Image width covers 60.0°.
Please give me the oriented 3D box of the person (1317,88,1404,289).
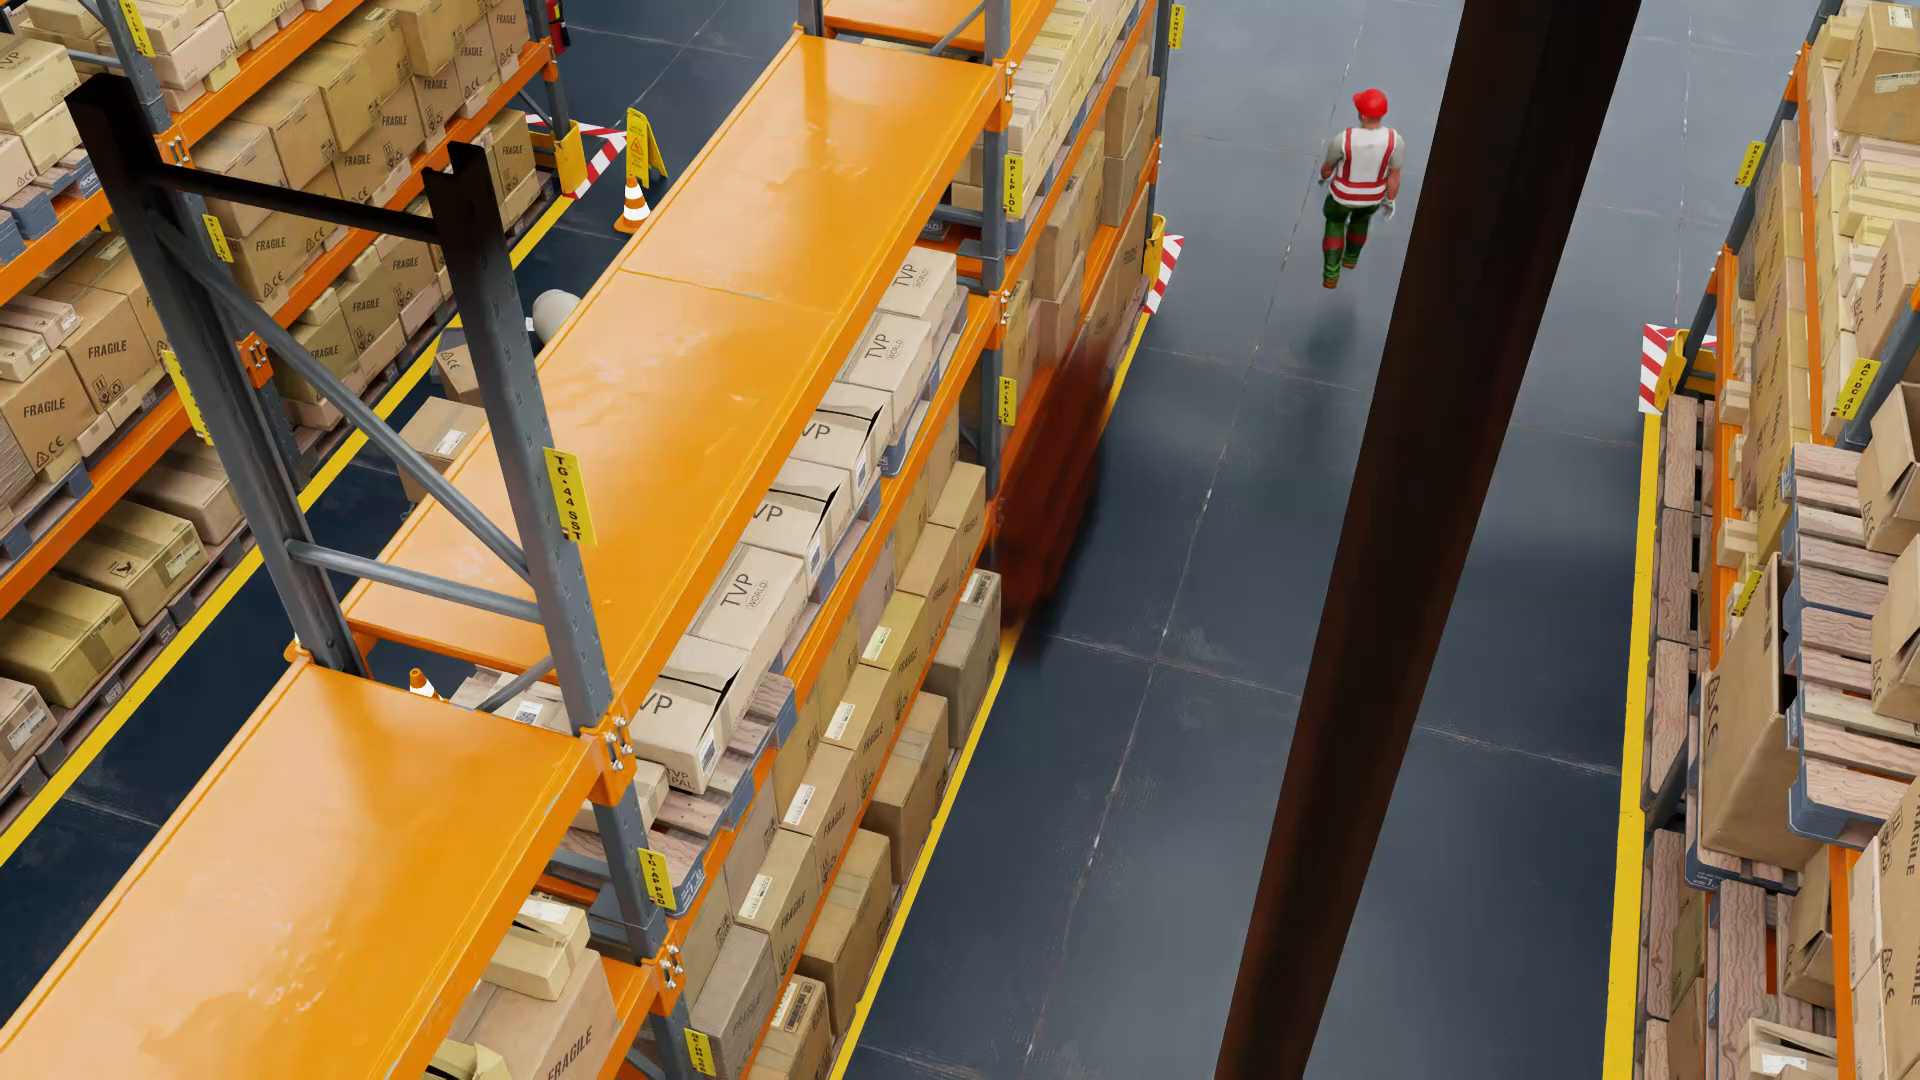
[{"bbox_3d":[2.905,-2.638,12.281,0.563,1.764,0.676,2,46,2],"label":"person"}]
